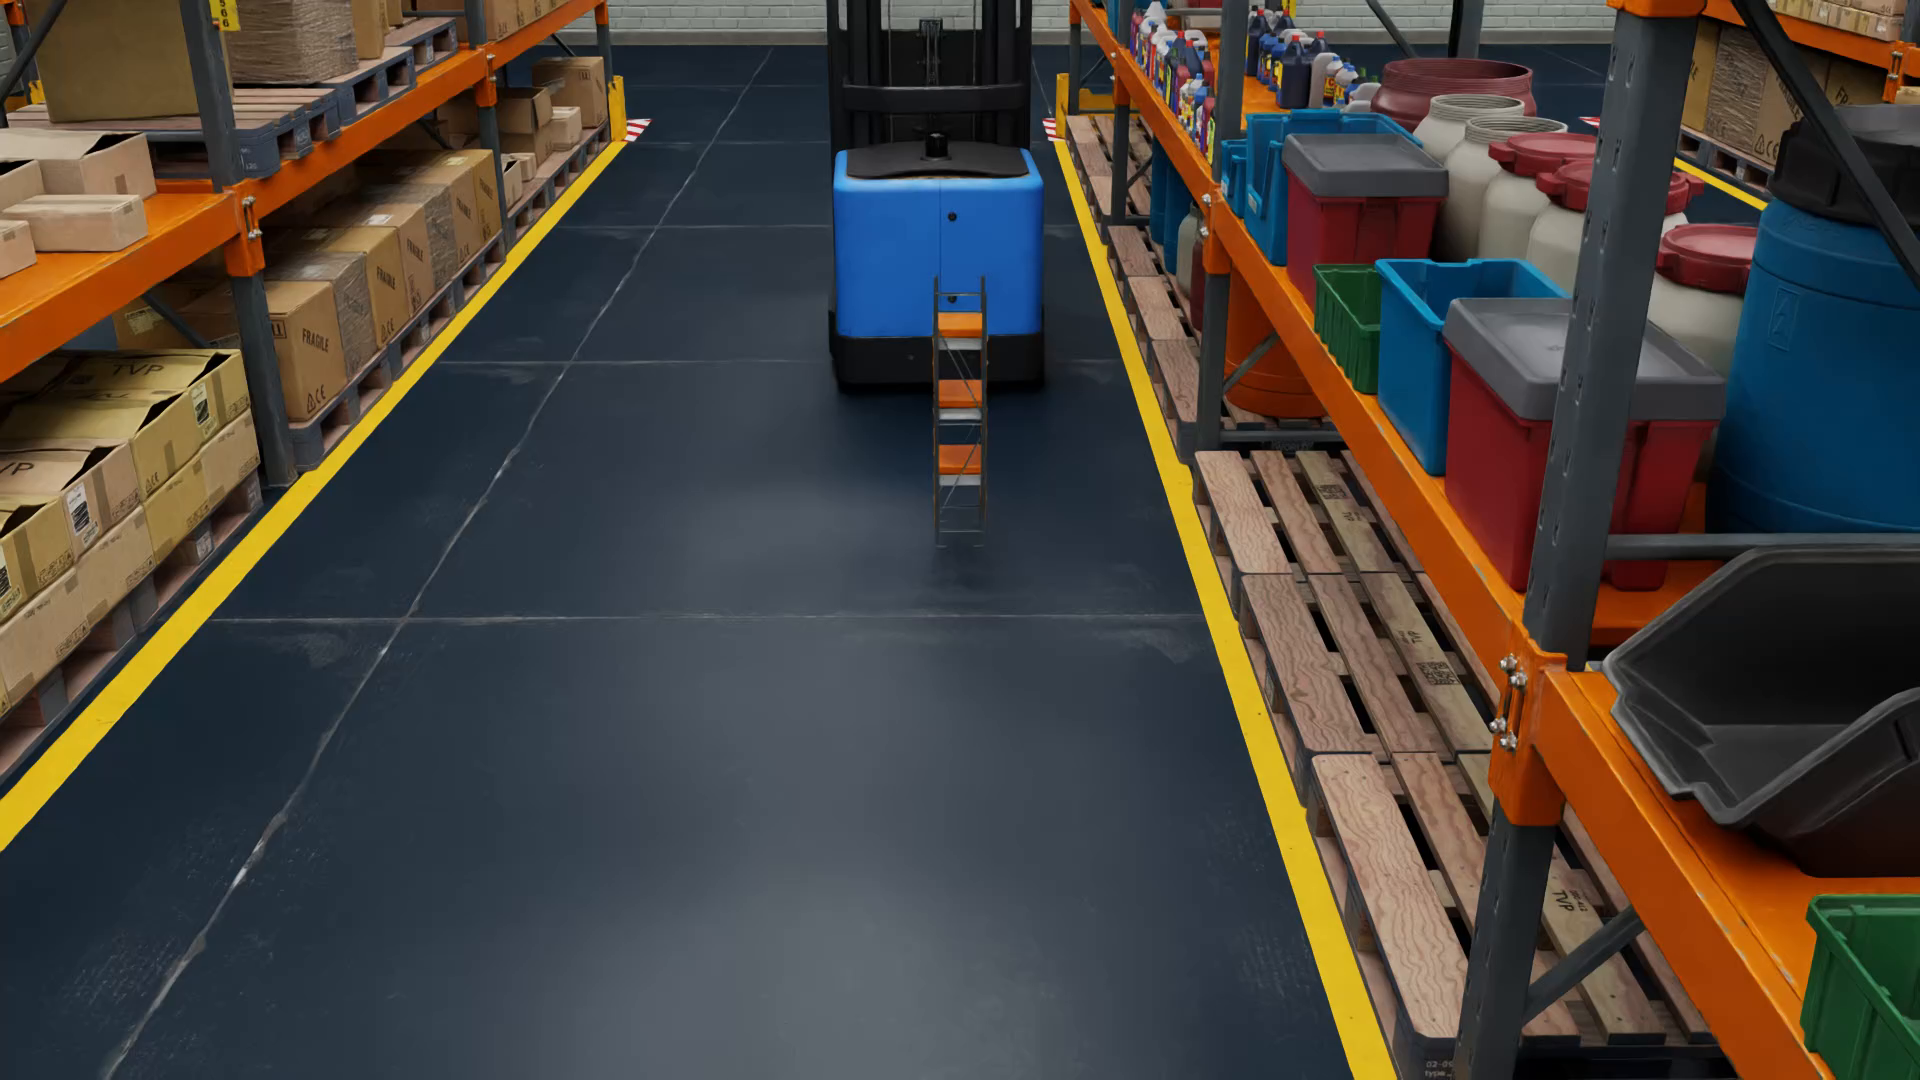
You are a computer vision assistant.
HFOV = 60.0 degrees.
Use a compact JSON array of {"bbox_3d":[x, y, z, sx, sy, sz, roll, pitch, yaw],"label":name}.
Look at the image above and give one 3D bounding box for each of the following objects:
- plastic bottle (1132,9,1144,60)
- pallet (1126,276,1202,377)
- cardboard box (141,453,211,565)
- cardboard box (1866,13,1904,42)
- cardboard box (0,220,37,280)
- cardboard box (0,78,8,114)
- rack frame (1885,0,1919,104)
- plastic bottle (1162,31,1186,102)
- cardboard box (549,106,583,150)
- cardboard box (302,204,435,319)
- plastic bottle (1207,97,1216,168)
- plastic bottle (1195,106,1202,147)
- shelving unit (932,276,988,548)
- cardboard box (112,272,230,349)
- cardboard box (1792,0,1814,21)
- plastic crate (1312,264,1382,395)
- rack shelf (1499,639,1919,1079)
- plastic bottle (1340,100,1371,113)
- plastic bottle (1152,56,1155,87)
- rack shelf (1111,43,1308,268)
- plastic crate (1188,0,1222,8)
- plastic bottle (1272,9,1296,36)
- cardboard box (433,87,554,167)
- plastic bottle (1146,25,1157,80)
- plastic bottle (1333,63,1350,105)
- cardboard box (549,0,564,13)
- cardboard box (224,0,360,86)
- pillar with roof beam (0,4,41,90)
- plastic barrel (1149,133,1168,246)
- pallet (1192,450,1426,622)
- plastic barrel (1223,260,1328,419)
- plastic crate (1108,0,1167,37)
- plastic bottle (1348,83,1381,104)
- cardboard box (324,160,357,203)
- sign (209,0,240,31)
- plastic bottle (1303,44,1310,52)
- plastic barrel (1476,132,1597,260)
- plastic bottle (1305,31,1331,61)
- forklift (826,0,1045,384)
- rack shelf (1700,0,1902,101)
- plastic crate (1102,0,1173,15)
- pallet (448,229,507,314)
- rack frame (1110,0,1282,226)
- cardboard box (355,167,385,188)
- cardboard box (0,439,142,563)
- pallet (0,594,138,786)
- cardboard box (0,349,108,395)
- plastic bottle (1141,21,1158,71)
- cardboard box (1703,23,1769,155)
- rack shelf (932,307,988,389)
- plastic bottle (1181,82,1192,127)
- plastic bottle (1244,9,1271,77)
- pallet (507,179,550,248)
[{"bbox_3d":[1.069,-3.017,9.921,0.061,0.283,0.133,0,24,-1],"label":"plastic bottle"},{"bbox_3d":[1.473,-1.185,9.114,1.003,0.211,1.213,0,24,-1],"label":"pallet"},{"bbox_3d":[-3.161,-0.119,6.201,0.500,0.250,0.500,-1,24,-1],"label":"cardboard box"},{"bbox_3d":[6.112,-3.310,10.733,0.380,0.149,0.250,0,24,0],"label":"cardboard box"},{"bbox_3d":[-3.349,-0.969,5.558,0.380,0.149,0.250,2,24,3],"label":"cardboard box"},{"bbox_3d":[-8.353,-3.646,13.695,0.700,0.500,0.500,0,24,-1],"label":"cardboard box"},{"bbox_3d":[6.442,-3.300,10.407,1.000,3.000,0.127,0,24,-1],"label":"rack frame"},{"bbox_3d":[1.126,-2.440,8.564,0.144,0.351,0.185,0,24,-1],"label":"plastic bottle"},{"bbox_3d":[-3.274,-3.238,13.073,0.500,0.250,0.500,0,24,-1],"label":"cardboard box"},{"bbox_3d":[-3.162,-1.497,8.918,0.500,0.500,0.500,-1,24,-2],"label":"cardboard box"},{"bbox_3d":[1.102,-1.741,7.101,0.061,0.283,0.133,0,24,-1],"label":"plastic bottle"},{"bbox_3d":[1.116,-1.887,7.522,0.097,0.201,0.097,0,24,0],"label":"plastic bottle"},{"bbox_3d":[-0.001,-0.500,6.582,0.215,1.050,0.252,0,24,-1],"label":"shelving unit"},{"bbox_3d":[-3.665,-1.055,7.941,0.500,0.500,0.500,1,24,2],"label":"cardboard box"},{"bbox_3d":[6.100,-3.734,11.670,0.380,0.149,0.250,0,24,0],"label":"cardboard box"},{"bbox_3d":[1.276,-0.601,4.696,0.450,0.188,0.662,0,24,-1],"label":"plastic crate"},{"bbox_3d":[1.599,1.171,1.395,1.077,0.370,4.000,0,24,-1],"label":"rack shelf"},{"bbox_3d":[1.700,-1.752,7.134,0.152,0.276,0.135,0,24,-1],"label":"plastic bottle"},{"bbox_3d":[1.098,-2.565,9.023,0.097,0.201,0.097,0,24,0],"label":"plastic bottle"},{"bbox_3d":[1.512,-2.126,8.683,1.077,0.370,4.000,0,24,-1],"label":"rack shelf"},{"bbox_3d":[1.731,-3.703,11.148,0.402,0.464,0.583,0,24,-1],"label":"plastic crate"},{"bbox_3d":[1.829,-2.802,9.365,0.144,0.351,0.185,0,24,-1],"label":"plastic bottle"},{"bbox_3d":[-3.489,-3.094,12.447,0.797,0.503,0.637,0,24,-1],"label":"cardboard box"},{"bbox_3d":[1.077,-2.706,9.234,0.061,0.283,0.133,0,24,-1],"label":"plastic bottle"},{"bbox_3d":[1.868,-2.179,8.085,0.097,0.271,0.097,0,24,0],"label":"plastic bottle"},{"bbox_3d":[-3.215,-4.141,12.144,0.500,0.500,0.500,-1,24,-1],"label":"cardboard box"},{"bbox_3d":[-3.358,-2.482,7.968,0.700,0.500,0.500,4,25,9],"label":"cardboard box"},{"bbox_3d":[-5.050,-8.743,15.161,9.100,9.000,0.400,0,24,-1],"label":"pillar with roof beam"},{"bbox_3d":[1.479,-2.289,10.207,0.600,0.901,0.708,0,24,-1],"label":"plastic barrel"},{"bbox_3d":[1.503,-0.040,6.581,1.003,0.211,1.213,0,24,-1],"label":"pallet"},{"bbox_3d":[1.511,-1.034,7.519,0.600,0.830,0.708,0,24,-1],"label":"plastic barrel"},{"bbox_3d":[1.144,-3.489,10.770,0.392,0.384,0.575,0,24,-1],"label":"plastic crate"},{"bbox_3d":[1.847,-1.943,7.557,0.152,0.276,0.135,0,24,-1],"label":"plastic bottle"},{"bbox_3d":[-3.691,-2.048,9.227,0.500,0.250,0.500,0,24,0],"label":"cardboard box"},{"bbox_3d":[-2.865,-2.140,6.437,0.100,0.325,0.005,0,24,-1],"label":"sign"},{"bbox_3d":[1.800,-2.446,8.674,0.097,0.271,0.097,0,24,0],"label":"plastic bottle"},{"bbox_3d":[1.773,-0.919,4.977,0.433,0.535,0.433,0,24,0],"label":"plastic barrel"},{"bbox_3d":[1.839,-2.424,8.530,0.144,0.351,0.185,0,24,-1],"label":"plastic bottle"},{"bbox_3d":[-0.176,-2.682,9.123,1.130,2.935,3.031,-1,24,-3],"label":"forklift"},{"bbox_3d":[6.421,-3.796,12.377,1.077,0.370,4.000,0,24,-1],"label":"rack shelf"},{"bbox_3d":[1.209,-3.640,11.419,0.437,0.125,0.590,0,24,-1],"label":"plastic crate"},{"bbox_3d":[-3.417,-1.651,10.145,1.003,0.211,1.213,0,24,-1],"label":"pallet"},{"bbox_3d":[1.490,-3.278,10.357,1.000,3.000,0.127,0,24,-1],"label":"rack frame"},{"bbox_3d":[-3.685,-1.898,9.807,0.500,0.500,0.500,0,24,0],"label":"cardboard box"},{"bbox_3d":[-3.153,-0.166,5.623,0.500,0.311,0.500,0,24,-1],"label":"cardboard box"},{"bbox_3d":[-3.439,0.503,5.383,1.003,0.211,1.213,0,24,-1],"label":"pallet"},{"bbox_3d":[-3.708,-0.586,6.552,0.500,0.311,0.500,1,24,1],"label":"cardboard box"},{"bbox_3d":[1.092,-2.828,9.519,0.097,0.271,0.097,0,24,0],"label":"plastic bottle"},{"bbox_3d":[6.496,-3.533,12.991,0.875,0.875,0.875,0,24,-1],"label":"cardboard box"},{"bbox_3d":[-0.001,-0.749,6.470,0.215,0.259,0.240,0,24,-1],"label":"rack shelf"},{"bbox_3d":[1.110,-2.087,7.966,0.097,0.201,0.097,0,24,0],"label":"plastic bottle"},{"bbox_3d":[1.685,-2.801,9.363,0.144,0.351,0.185,0,24,-1],"label":"plastic bottle"},{"bbox_3d":[-3.470,-2.269,11.512,1.003,0.211,1.213,0,24,-1],"label":"pallet"}]
